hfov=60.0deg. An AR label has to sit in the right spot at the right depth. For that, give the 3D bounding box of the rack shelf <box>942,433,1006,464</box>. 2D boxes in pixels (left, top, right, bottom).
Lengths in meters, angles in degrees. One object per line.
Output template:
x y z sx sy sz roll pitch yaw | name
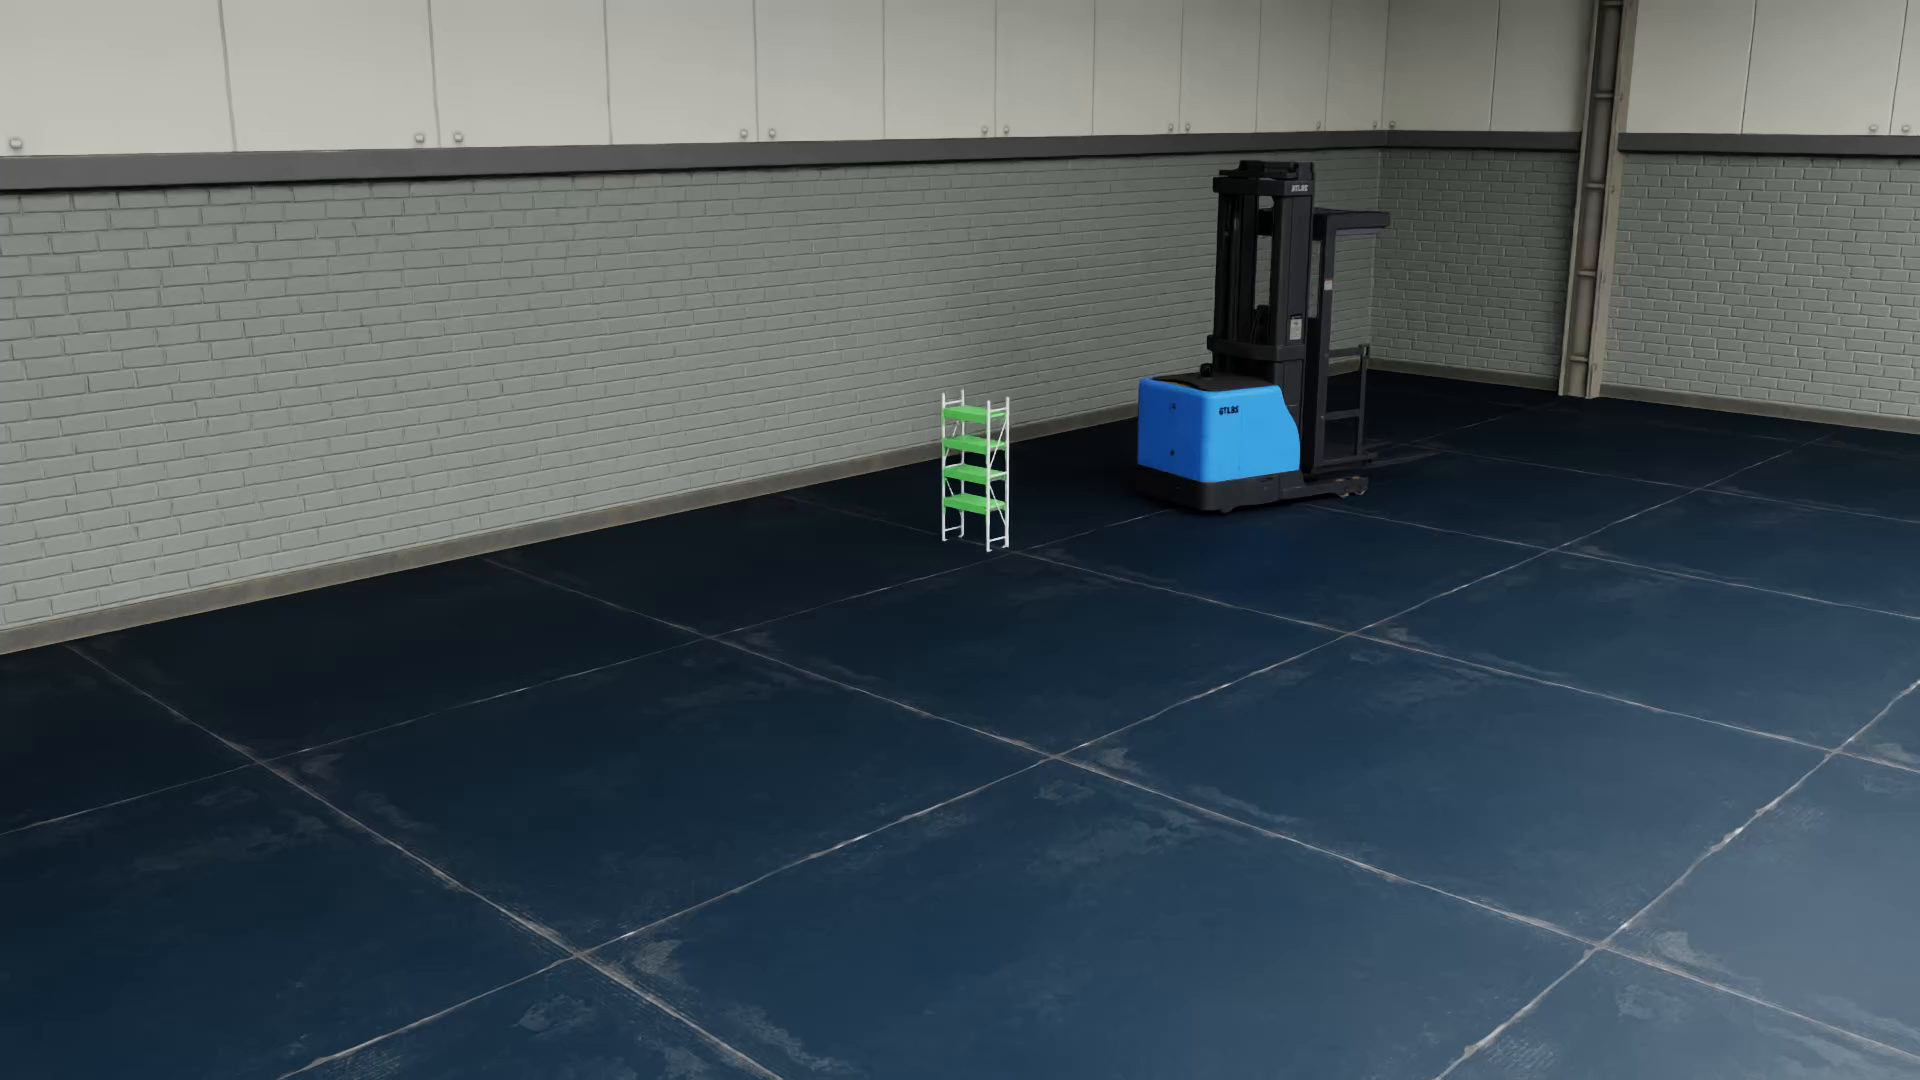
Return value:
0.119 -0.722 13.125 0.480 0.148 0.258 14 20 42 | rack shelf

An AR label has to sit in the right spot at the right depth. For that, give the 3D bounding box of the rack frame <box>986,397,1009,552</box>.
0.295 -0.509 13.006 0.015 1.200 0.240 14 20 42 | rack frame

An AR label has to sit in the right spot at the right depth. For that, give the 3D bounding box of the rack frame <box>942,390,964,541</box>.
-0.057 -0.594 13.333 0.015 1.200 0.240 14 20 42 | rack frame

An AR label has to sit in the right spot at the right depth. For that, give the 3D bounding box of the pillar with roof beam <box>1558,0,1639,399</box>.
4.509 -5.322 16.012 0.400 9.000 9.100 14 20 42 | pillar with roof beam

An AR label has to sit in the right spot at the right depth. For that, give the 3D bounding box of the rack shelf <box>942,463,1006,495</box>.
0.119 -0.490 13.186 0.480 0.148 0.258 14 20 42 | rack shelf

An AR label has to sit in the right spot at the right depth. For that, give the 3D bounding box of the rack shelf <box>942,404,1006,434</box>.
0.119 -0.954 13.065 0.480 0.148 0.258 14 20 42 | rack shelf

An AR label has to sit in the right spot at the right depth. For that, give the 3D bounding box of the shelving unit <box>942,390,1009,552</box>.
0.119 -0.552 13.170 0.503 1.200 0.258 14 20 42 | shelving unit

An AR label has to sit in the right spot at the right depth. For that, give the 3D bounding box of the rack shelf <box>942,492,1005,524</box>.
0.119 -0.258 13.246 0.480 0.148 0.258 14 20 42 | rack shelf

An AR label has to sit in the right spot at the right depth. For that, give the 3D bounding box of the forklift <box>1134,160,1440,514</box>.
3.084 -1.901 14.916 3.031 2.935 1.130 -9 17 -31 | forklift
